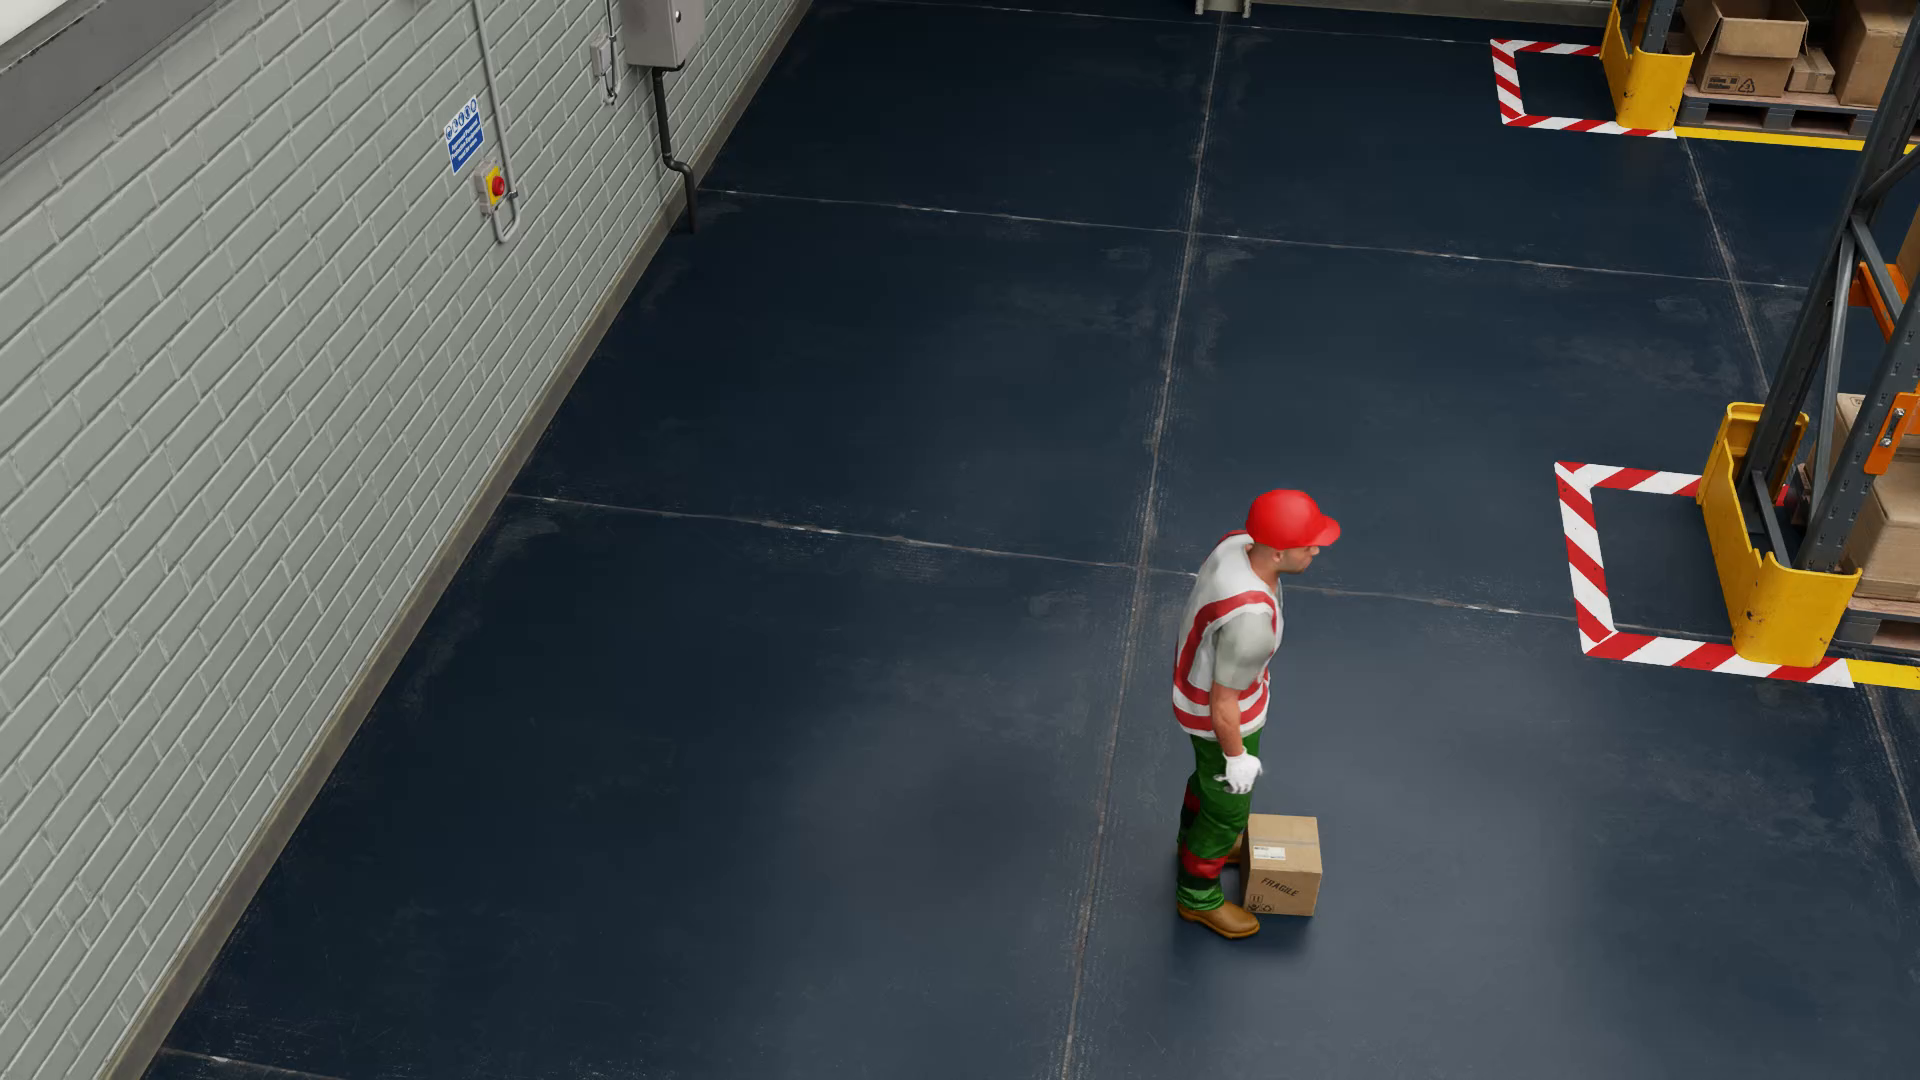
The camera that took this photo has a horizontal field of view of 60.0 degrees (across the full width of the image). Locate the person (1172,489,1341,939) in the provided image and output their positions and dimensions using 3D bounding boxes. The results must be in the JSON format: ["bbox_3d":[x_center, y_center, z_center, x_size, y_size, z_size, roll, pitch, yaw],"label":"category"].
[{"bbox_3d":[0.917,0.551,5.492,0.448,1.779,0.610,7,41,8],"label":"person"}]
